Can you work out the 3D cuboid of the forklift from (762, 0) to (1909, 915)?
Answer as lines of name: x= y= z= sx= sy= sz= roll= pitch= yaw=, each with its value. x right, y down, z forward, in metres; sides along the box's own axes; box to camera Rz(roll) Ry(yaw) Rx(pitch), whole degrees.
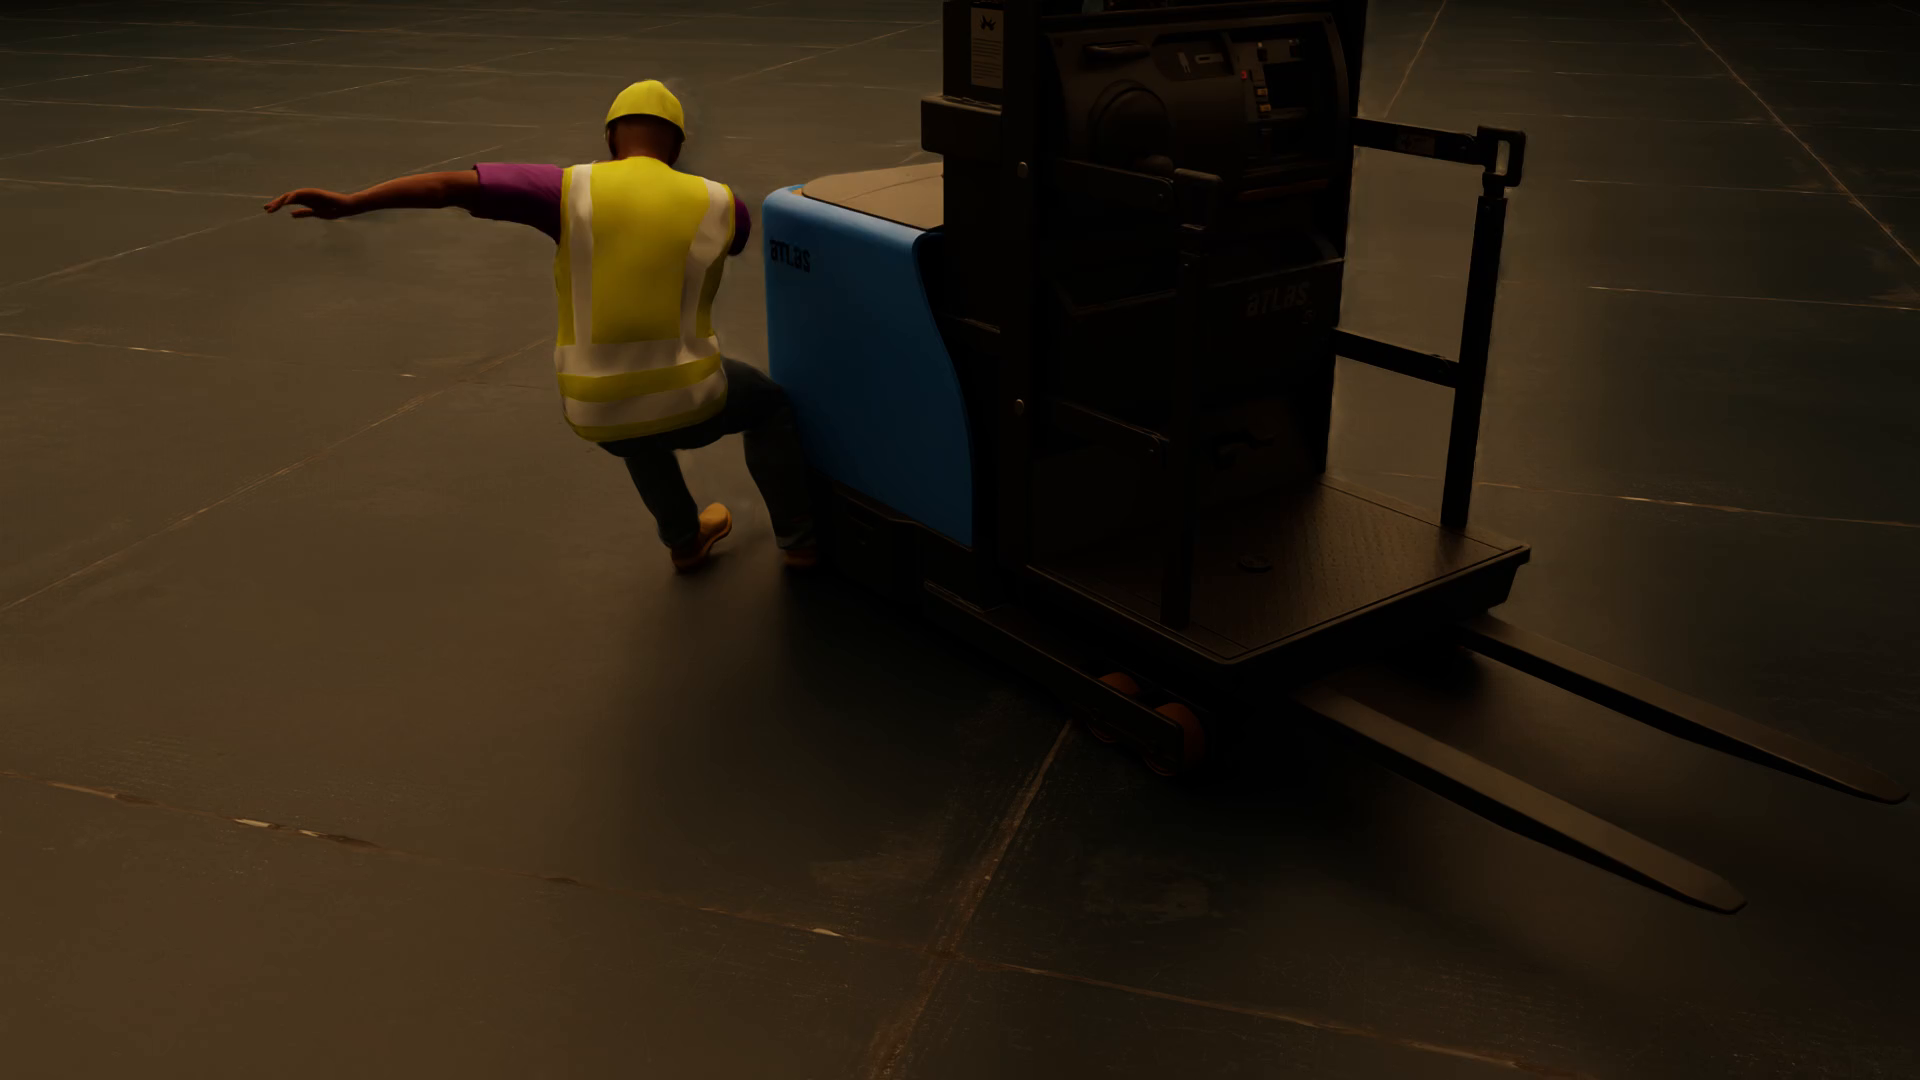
forklift: x=0.711 y=-1.026 z=3.765 sx=1.130 sy=2.935 sz=3.031 roll=-16 pitch=27 yaw=-34

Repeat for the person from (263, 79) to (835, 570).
person: x=-0.998 y=-0.491 z=4.483 sx=1.427 sy=1.431 sz=0.726 roll=-4 pitch=23 yaw=-10
